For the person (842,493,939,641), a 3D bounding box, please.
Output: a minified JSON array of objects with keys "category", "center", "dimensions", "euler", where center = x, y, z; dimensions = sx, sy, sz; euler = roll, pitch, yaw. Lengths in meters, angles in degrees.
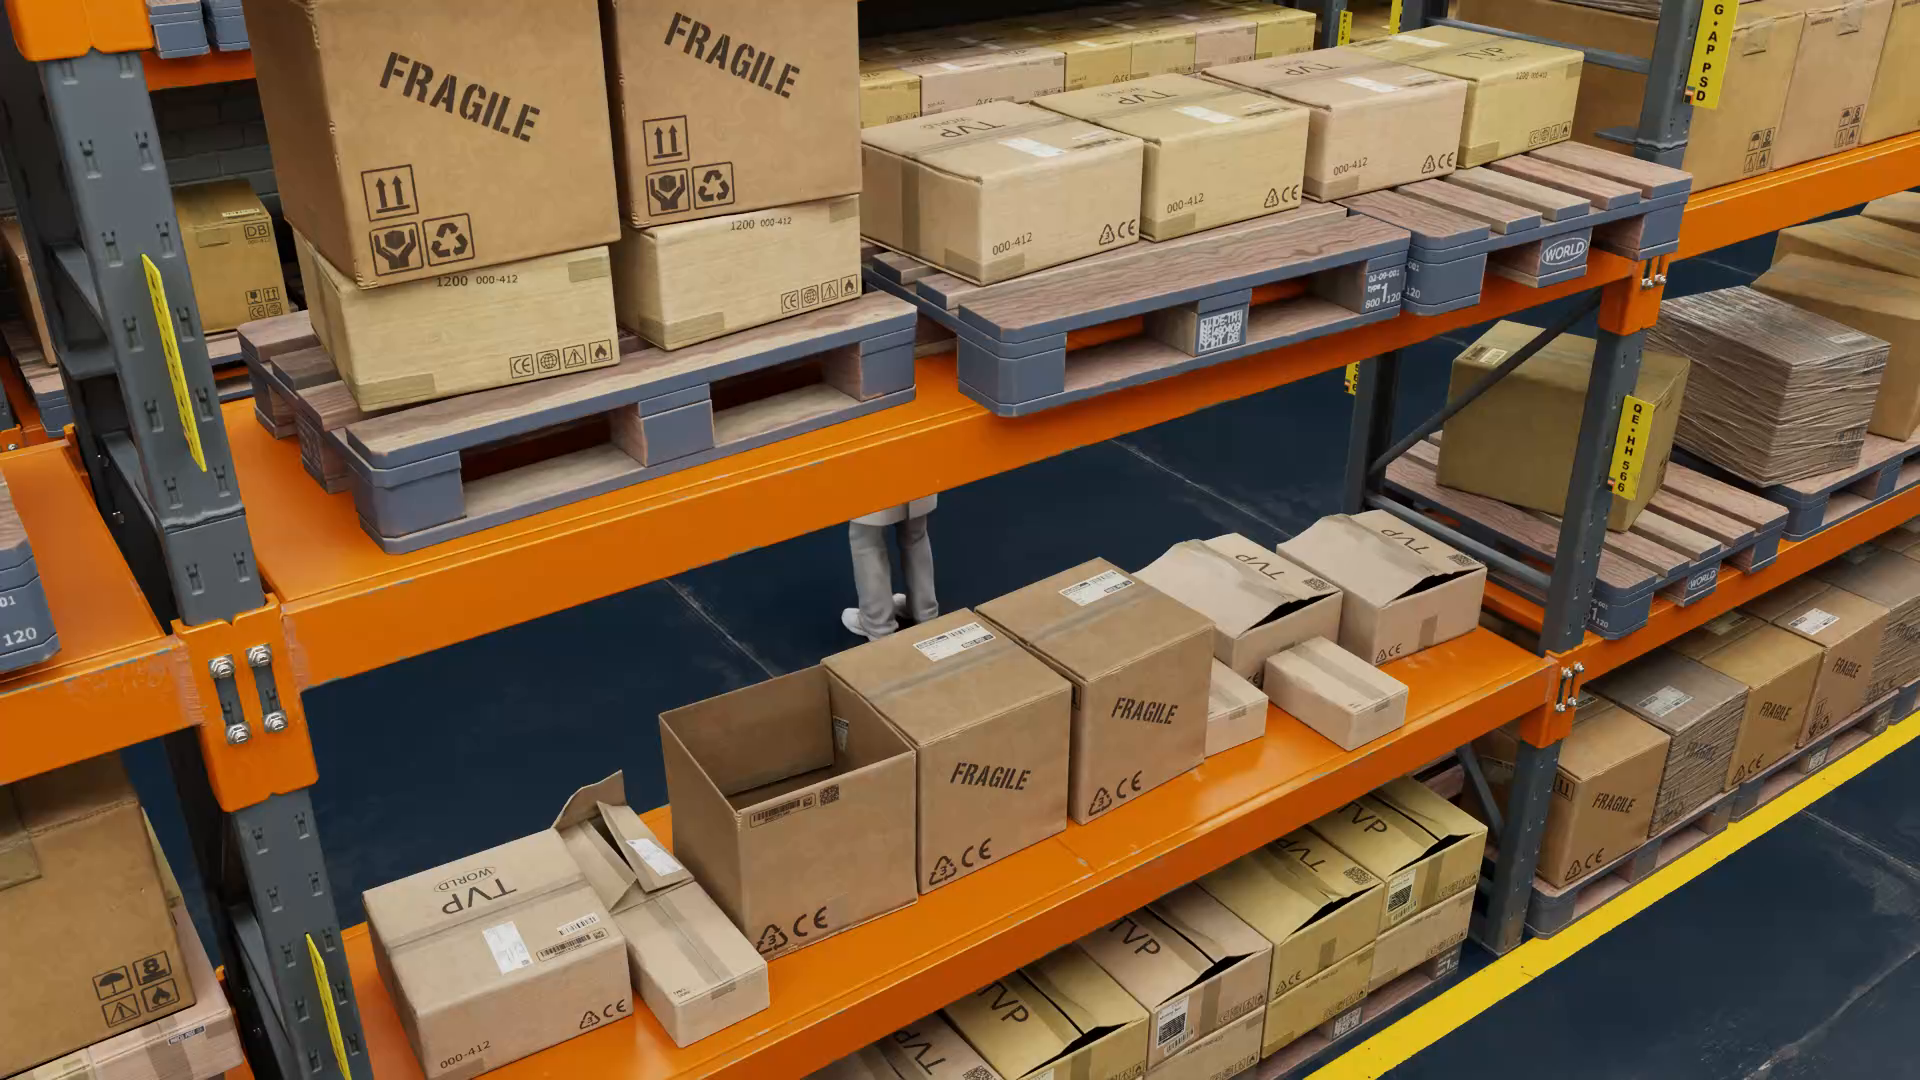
[{"category":"person","center":[-0.382,-0.379,7.851],"dimensions":[0.528,1.775,0.548],"euler":[-18,33,-30]}]
